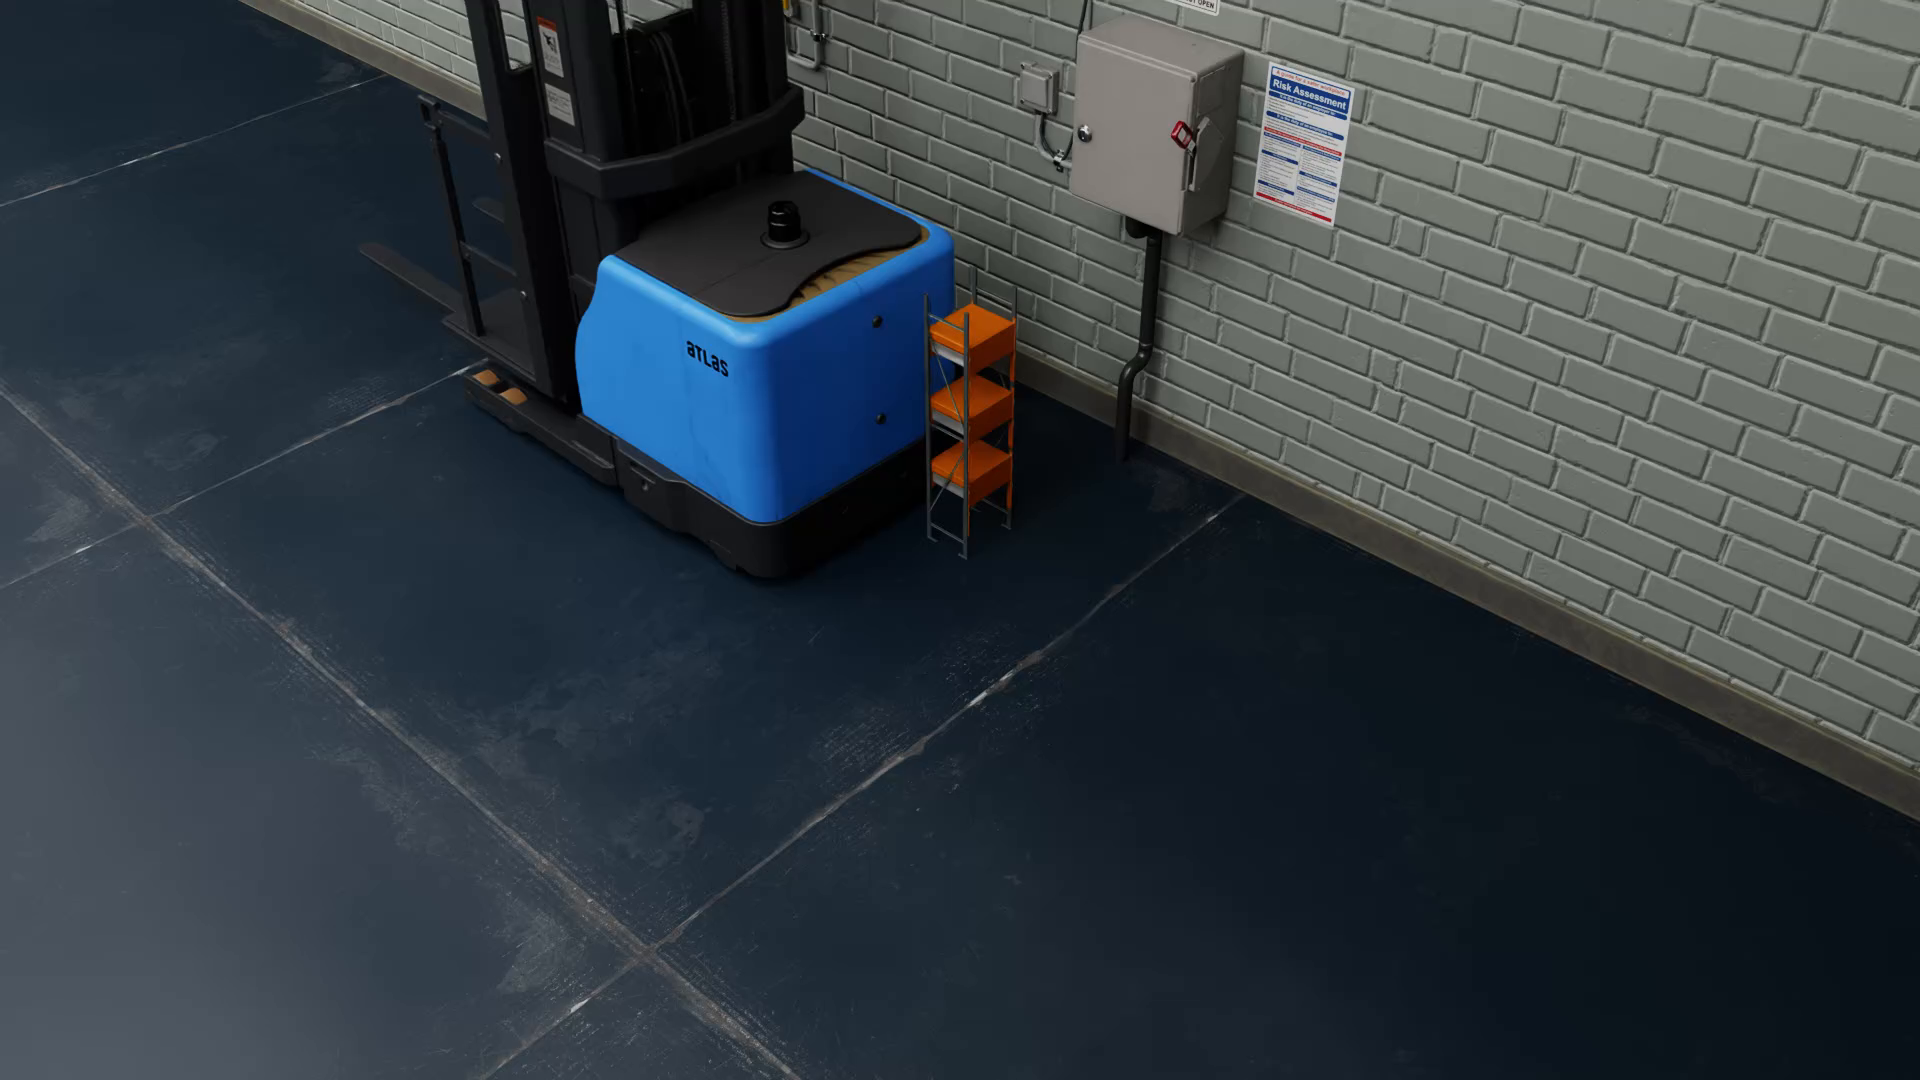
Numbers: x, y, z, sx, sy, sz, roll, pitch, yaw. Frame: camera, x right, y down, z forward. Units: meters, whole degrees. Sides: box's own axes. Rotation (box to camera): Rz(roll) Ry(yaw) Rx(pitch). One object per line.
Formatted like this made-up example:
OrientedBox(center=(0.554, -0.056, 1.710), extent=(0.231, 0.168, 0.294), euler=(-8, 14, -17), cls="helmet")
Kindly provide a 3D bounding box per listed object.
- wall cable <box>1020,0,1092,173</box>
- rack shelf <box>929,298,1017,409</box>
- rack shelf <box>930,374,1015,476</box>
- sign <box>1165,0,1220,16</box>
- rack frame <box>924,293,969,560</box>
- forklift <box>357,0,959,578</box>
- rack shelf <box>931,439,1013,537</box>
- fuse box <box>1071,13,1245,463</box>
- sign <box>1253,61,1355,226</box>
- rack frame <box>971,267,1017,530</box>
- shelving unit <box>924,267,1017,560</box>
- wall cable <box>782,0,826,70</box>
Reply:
OrientedBox(center=(0.246, -2.233, 5.832), extent=(0.588, 1.984, 0.122), euler=(30, 47, 32), cls="wall cable")
OrientedBox(center=(0.036, -0.649, 5.784), extent=(0.215, 0.259, 0.240), euler=(30, 47, 32), cls="rack shelf")
OrientedBox(center=(0.036, -0.427, 5.961), extent=(0.215, 0.259, 0.240), euler=(30, 47, 32), cls="rack shelf")
OrientedBox(center=(0.742, -1.918, 5.589), extent=(0.339, 0.242, 0.001), euler=(30, 47, 32), cls="sign")
OrientedBox(center=(-0.046, -0.379, 5.884), extent=(0.200, 1.050, 0.008), euler=(30, 47, 32), cls="rack frame")
OrientedBox(center=(-1.419, -1.812, 6.174), extent=(3.031, 2.935, 1.130), euler=(31, 48, 33), cls="forklift")
OrientedBox(center=(0.036, -0.210, 6.134), extent=(0.215, 0.259, 0.240), euler=(30, 47, 32), cls="rack shelf")
OrientedBox(center=(0.644, -0.972, 6.098), extent=(0.539, 1.711, 0.414), euler=(30, 47, 32), cls="fuse box")
OrientedBox(center=(1.148, -1.327, 5.585), extent=(0.329, 0.494, 0.001), euler=(30, 47, 32), cls="sign")
OrientedBox(center=(0.118, -0.492, 6.025), extent=(0.200, 1.050, 0.008), euler=(30, 47, 32), cls="rack frame")
OrientedBox(center=(0.036, -0.436, 5.954), extent=(0.215, 1.050, 0.252), euler=(30, 47, 32), cls="shelving unit")
OrientedBox(center=(-0.809, -2.835, 6.564), extent=(0.585, 1.953, 0.123), euler=(30, 47, 32), cls="wall cable")
